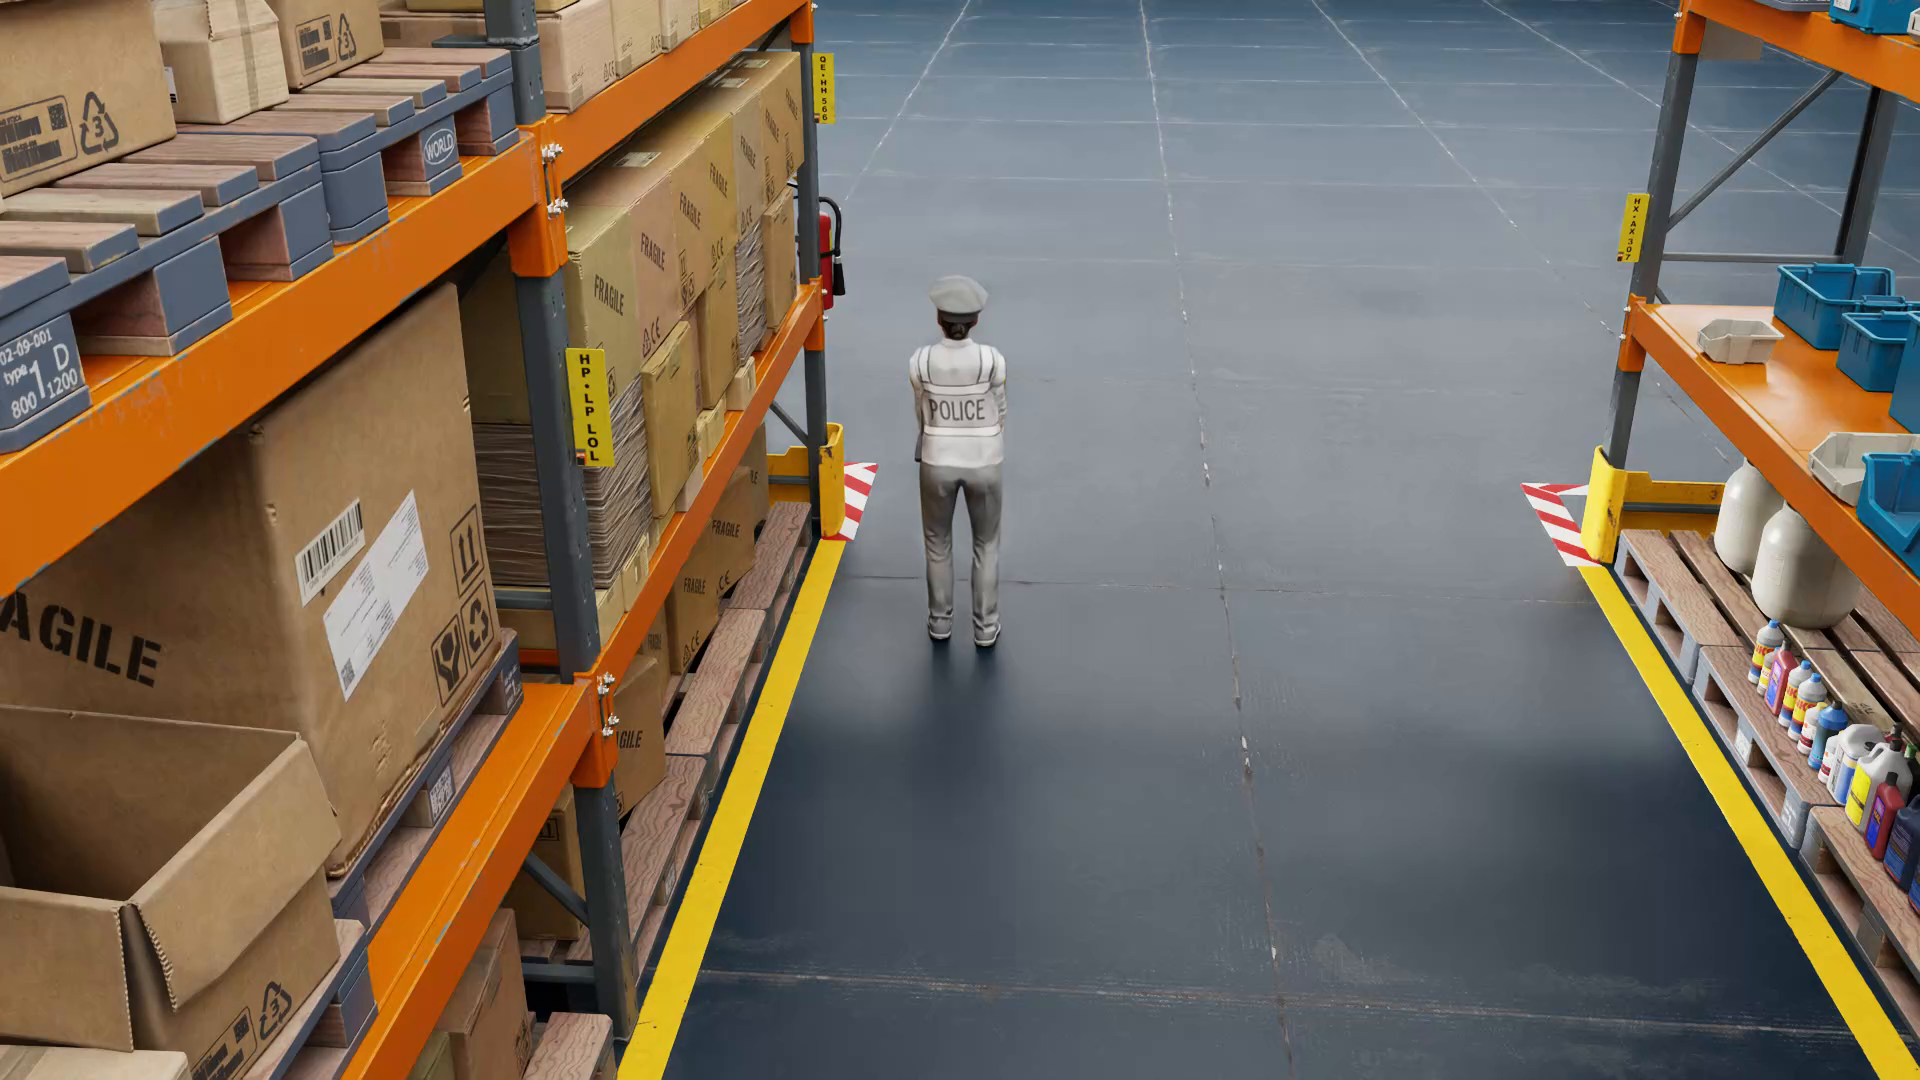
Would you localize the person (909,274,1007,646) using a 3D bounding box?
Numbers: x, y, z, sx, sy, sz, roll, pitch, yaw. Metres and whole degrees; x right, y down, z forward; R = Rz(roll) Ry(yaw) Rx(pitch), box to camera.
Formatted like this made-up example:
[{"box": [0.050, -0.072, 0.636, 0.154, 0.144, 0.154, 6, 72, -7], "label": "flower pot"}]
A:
[{"box": [-0.005, -0.354, 7.358, 0.416, 1.687, 0.523, 1, 25, 2], "label": "person"}]
